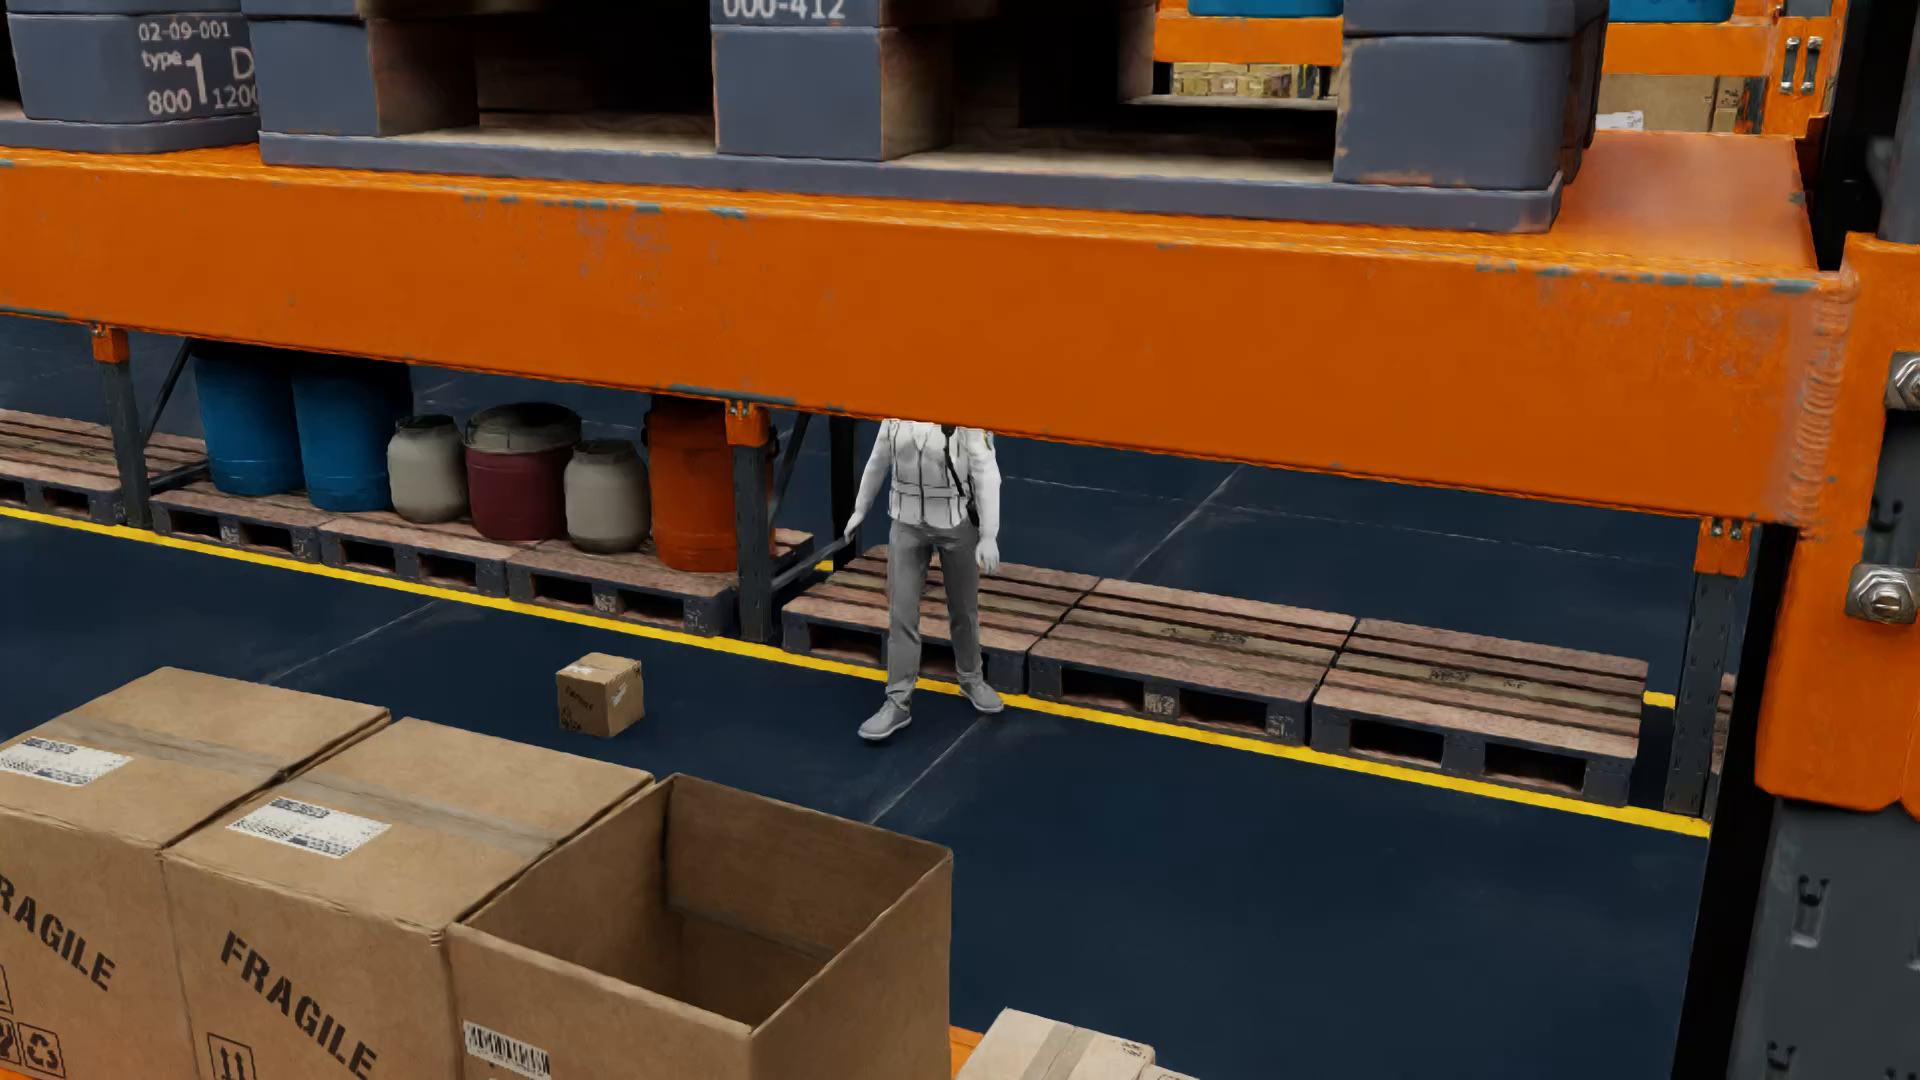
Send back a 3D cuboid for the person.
[{"bbox_3d":[-0.171,-0.052,6.656,0.684,1.659,0.631,6,20,18],"label":"person"}]
